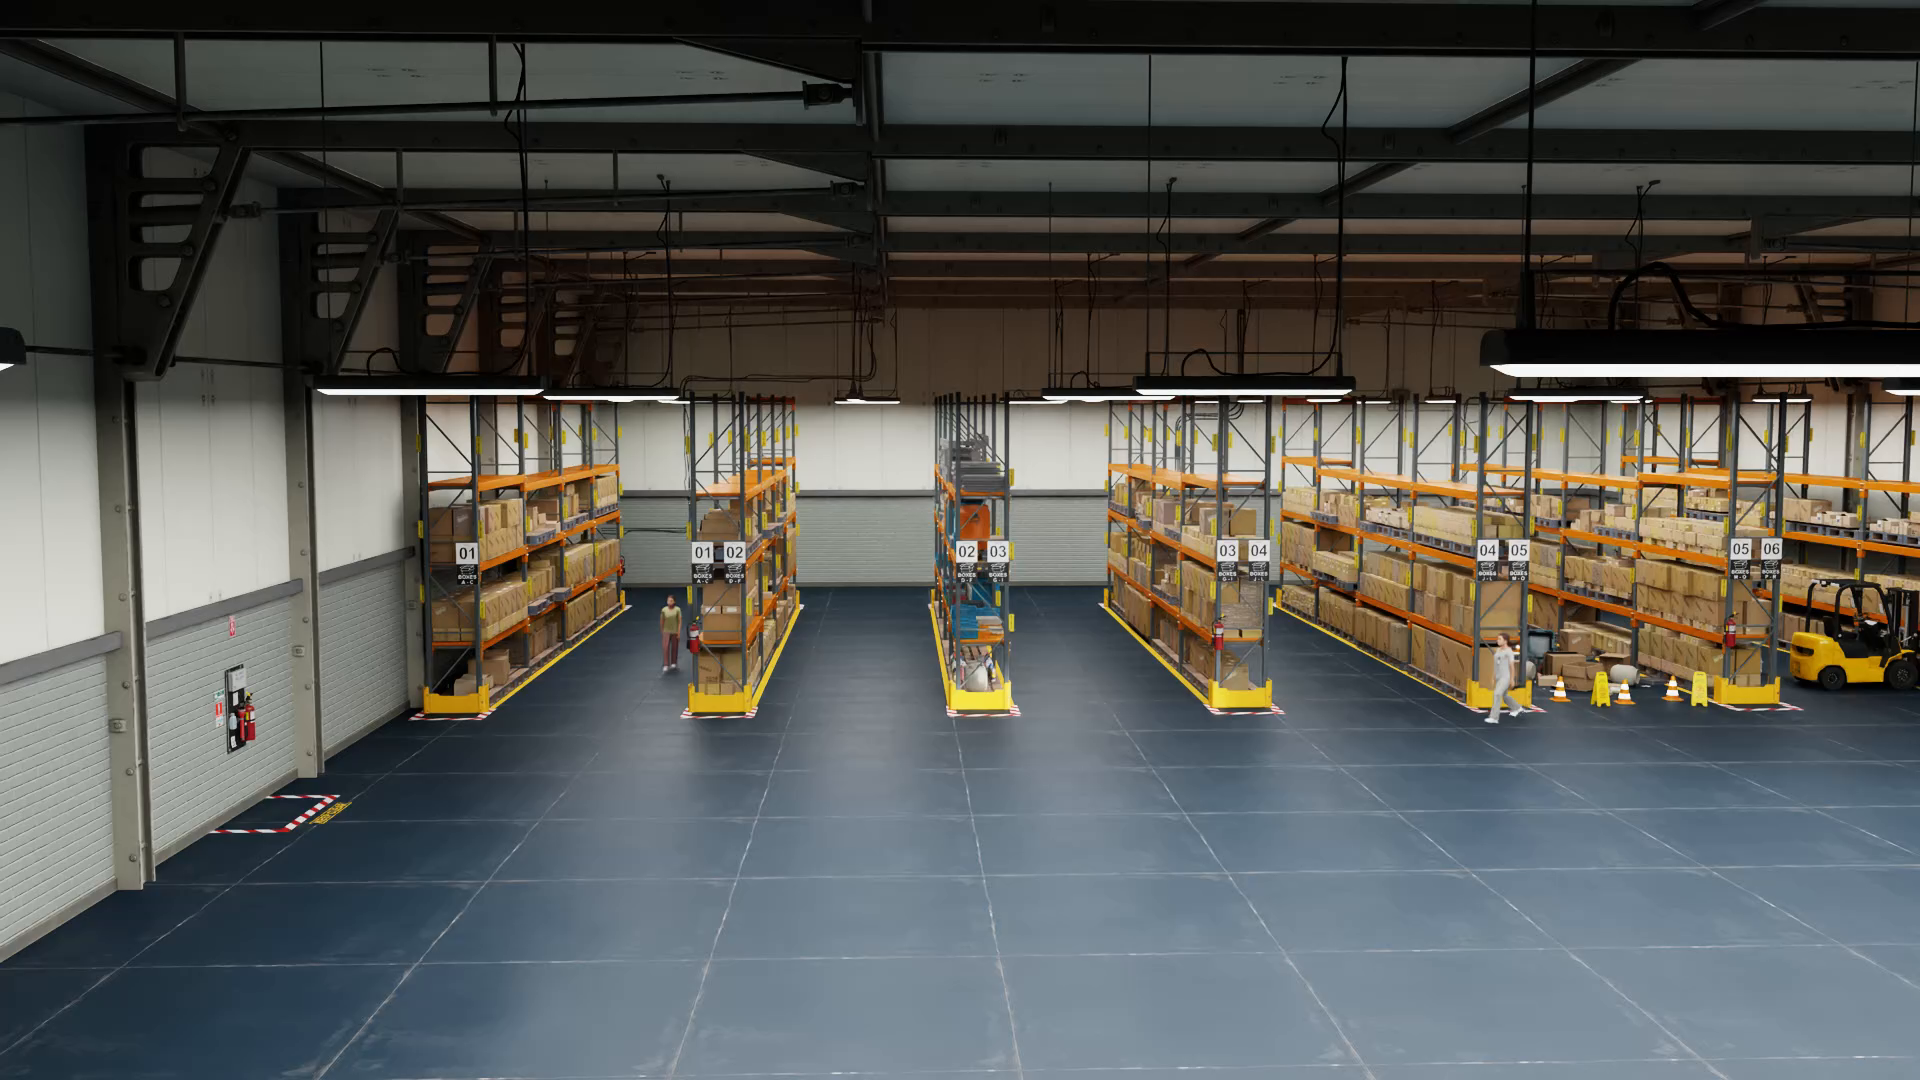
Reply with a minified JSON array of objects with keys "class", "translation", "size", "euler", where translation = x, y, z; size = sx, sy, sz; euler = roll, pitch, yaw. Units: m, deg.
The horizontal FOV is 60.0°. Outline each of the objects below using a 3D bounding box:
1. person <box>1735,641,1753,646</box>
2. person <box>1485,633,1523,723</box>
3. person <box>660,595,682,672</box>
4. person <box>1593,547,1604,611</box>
[{"class":"person","translation":[17.183,1.978,36.350],"size":[0.632,1.672,0.822],"euler":[-1,5,-12]},{"class":"person","translation":[9.891,2.486,30.140],"size":[1.002,1.624,0.447],"euler":[-2,5,-26]},{"class":"person","translation":[-6.249,2.003,36.022],"size":[0.458,1.623,0.964],"euler":[-1,5,-14]},{"class":"person","translation":[17.828,1.102,46.584],"size":[0.512,1.789,0.544],"euler":[-4,6,-40]}]
